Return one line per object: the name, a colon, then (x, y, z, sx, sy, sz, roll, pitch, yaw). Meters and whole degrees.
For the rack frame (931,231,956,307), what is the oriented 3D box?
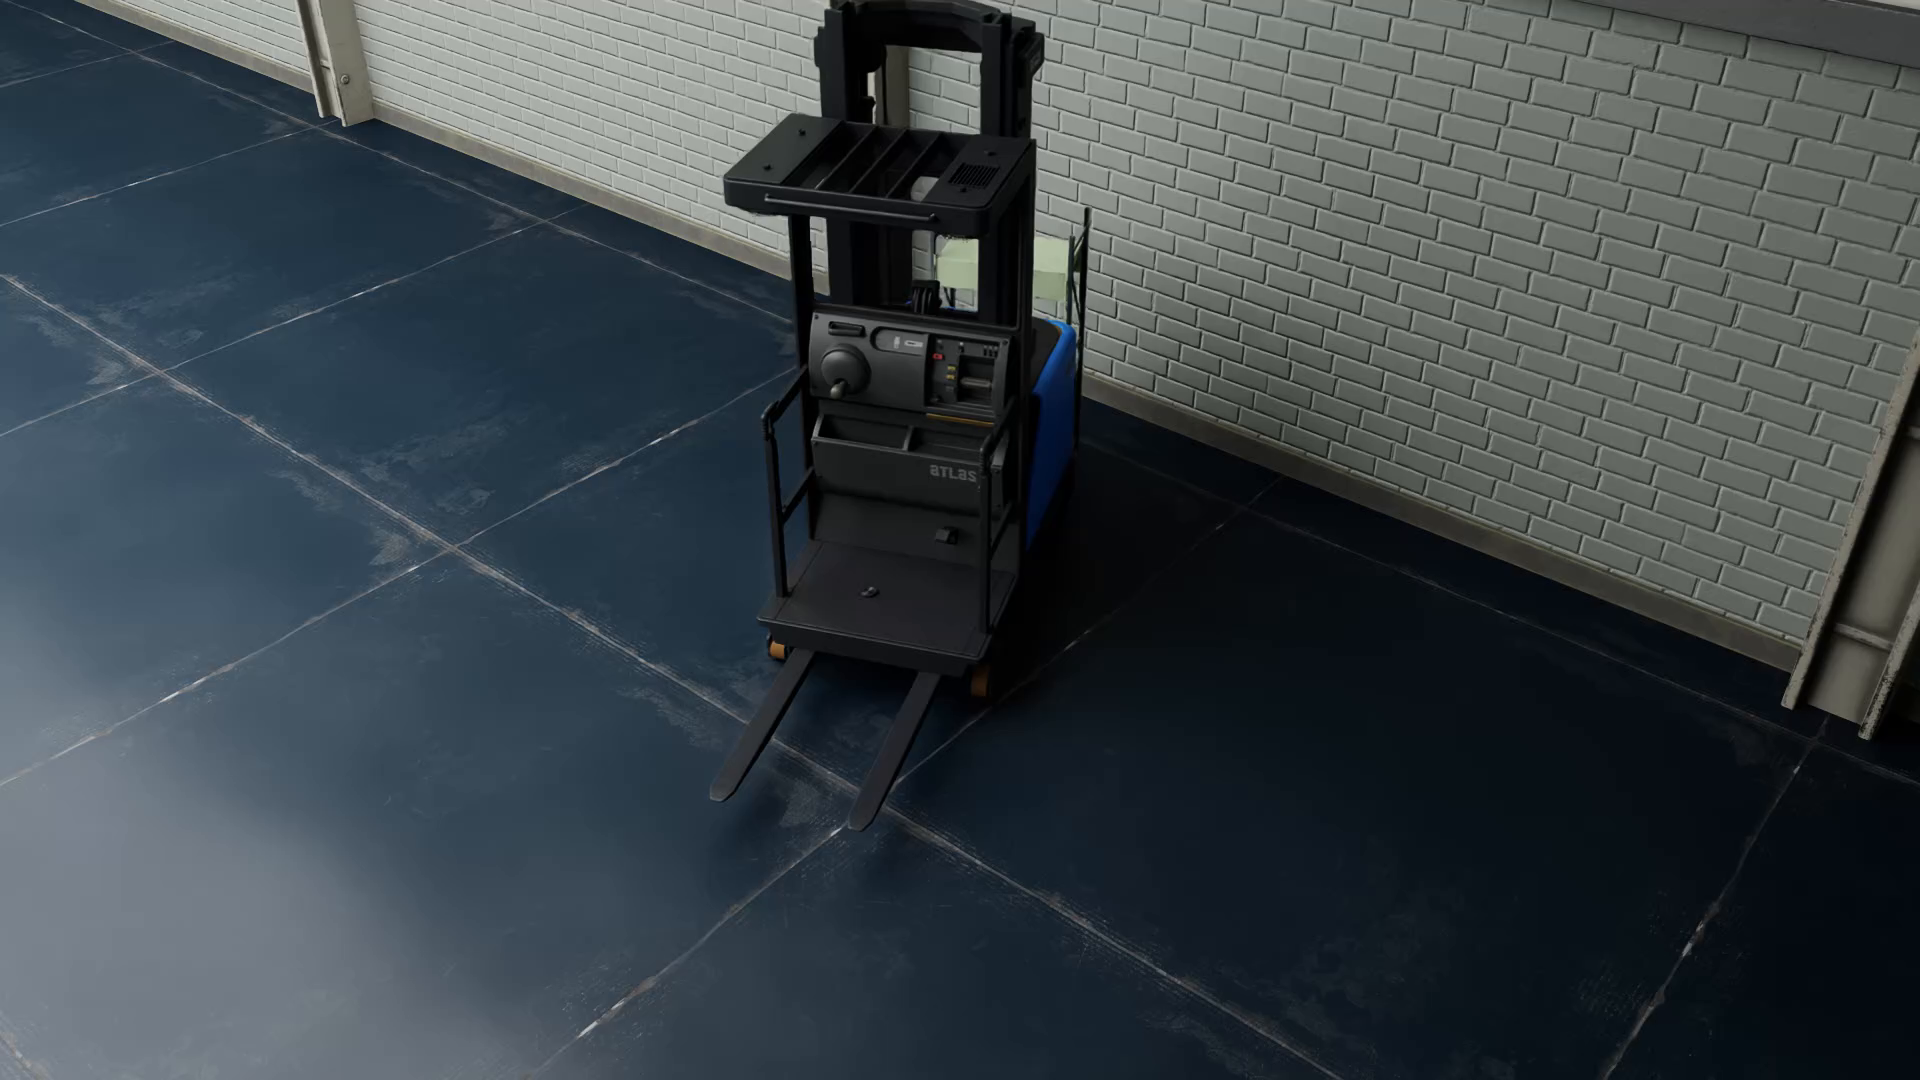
rack frame: (-0.087, -1.132, 9.155, 0.023, 1.500, 0.400, 9, 36, 13)

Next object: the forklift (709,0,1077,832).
forklift: (-0.290, -0.722, 7.295, 1.130, 2.935, 3.031, 9, 36, 13)

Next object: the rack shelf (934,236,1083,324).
rack shelf: (0.265, -1.397, 8.852, 0.720, 0.370, 0.431, 9, 36, 13)

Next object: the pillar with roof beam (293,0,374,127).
pillar with roof beam: (-7.918, -5.413, 8.765, 0.400, 9.000, 9.100, 25, 42, 32)

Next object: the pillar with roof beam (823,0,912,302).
pillar with roof beam: (-3.306, -3.240, 5.600, 0.400, 9.000, 9.100, 25, 42, 32)

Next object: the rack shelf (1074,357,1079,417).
rack shelf: (0.265, -0.806, 9.257, 0.720, 0.370, 0.431, 9, 36, 13)

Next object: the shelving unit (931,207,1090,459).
shelving unit: (0.265, -1.075, 9.073, 0.755, 1.500, 0.431, 9, 36, 13)

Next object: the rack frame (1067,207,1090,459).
rack frame: (0.618, -1.019, 8.991, 0.023, 1.500, 0.400, 9, 36, 13)

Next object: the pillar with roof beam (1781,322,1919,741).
pillar with roof beam: (1.305, -1.066, 2.436, 0.400, 9.000, 9.100, 25, 42, 32)
